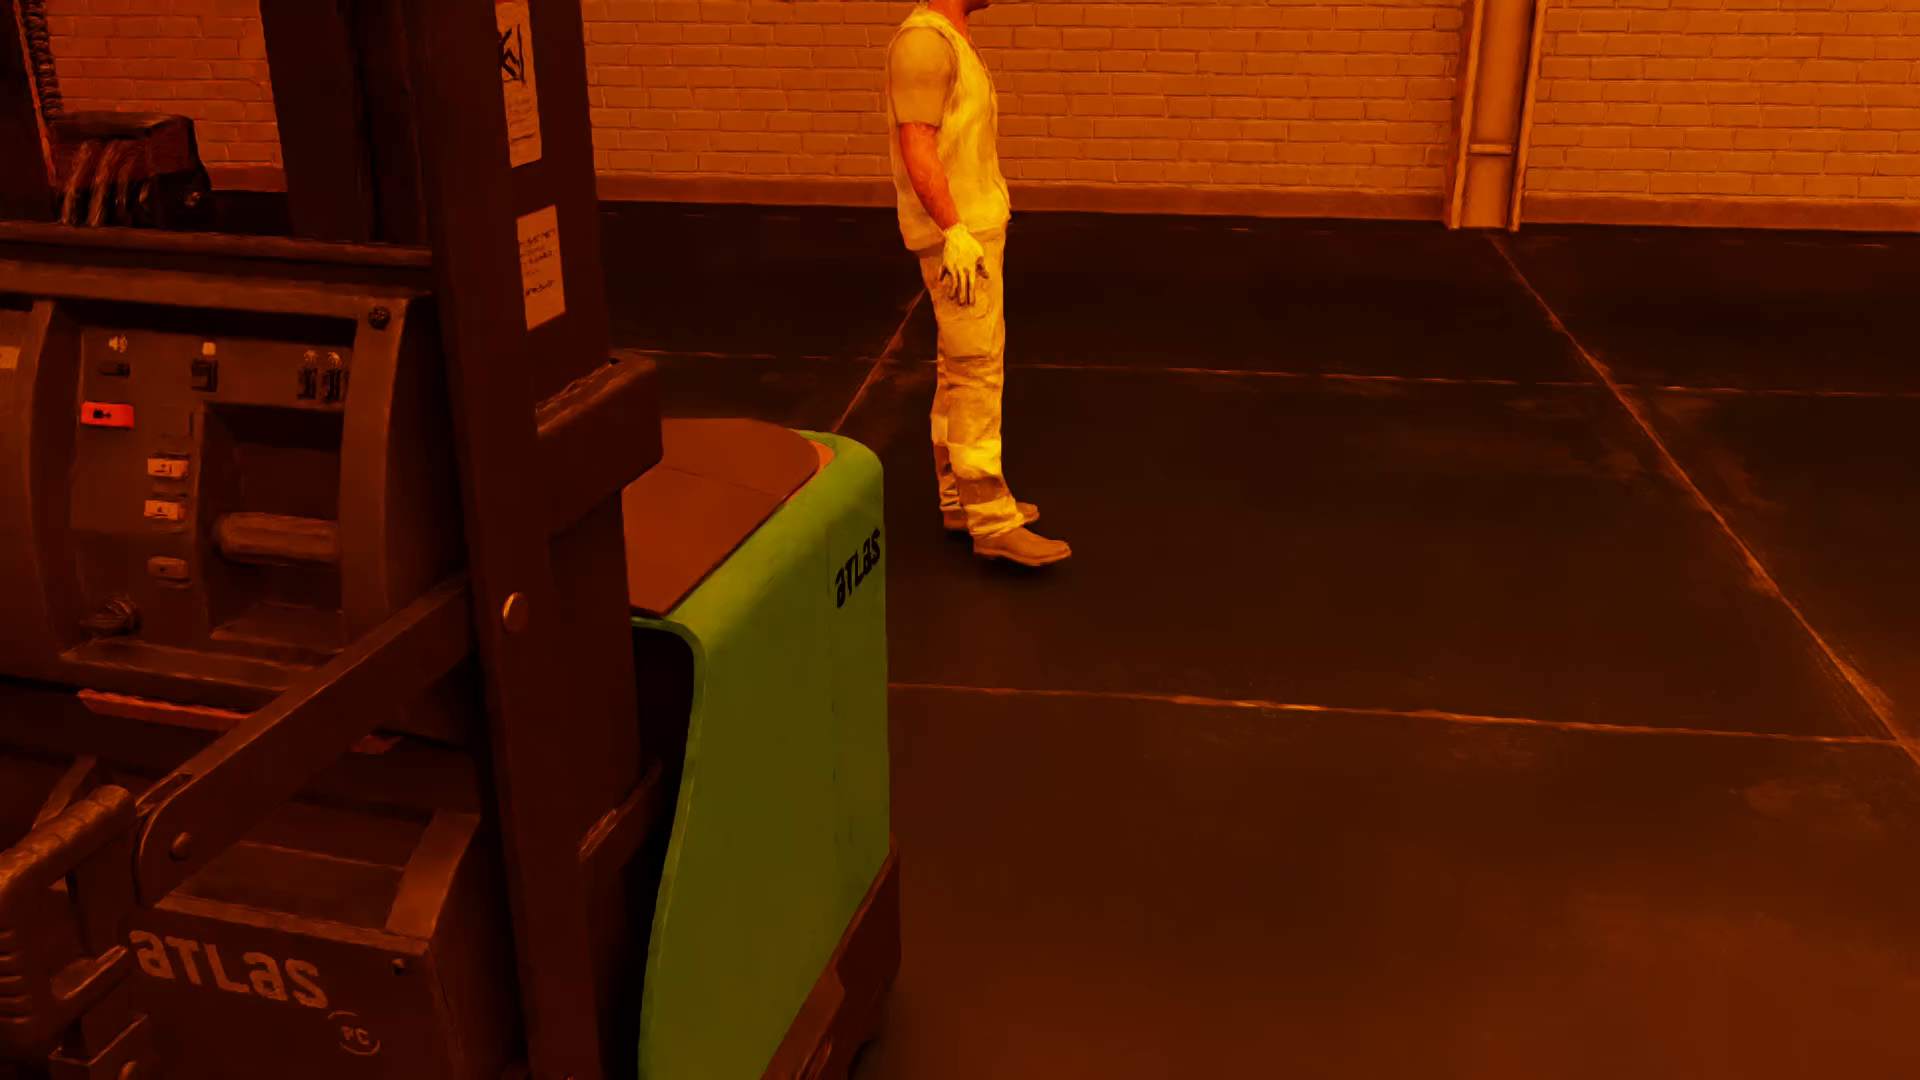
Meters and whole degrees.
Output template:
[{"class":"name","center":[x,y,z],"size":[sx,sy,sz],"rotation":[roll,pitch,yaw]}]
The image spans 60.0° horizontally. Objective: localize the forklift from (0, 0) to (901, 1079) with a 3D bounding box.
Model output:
[{"class":"forklift","center":[-0.993,-0.054,1.388],"size":[1.130,2.935,3.031],"rotation":[6,23,14]}]

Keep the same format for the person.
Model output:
[{"class":"person","center":[0.078,-0.865,4.806],"size":[0.563,1.787,0.637],"rotation":[3,22,7]}]
